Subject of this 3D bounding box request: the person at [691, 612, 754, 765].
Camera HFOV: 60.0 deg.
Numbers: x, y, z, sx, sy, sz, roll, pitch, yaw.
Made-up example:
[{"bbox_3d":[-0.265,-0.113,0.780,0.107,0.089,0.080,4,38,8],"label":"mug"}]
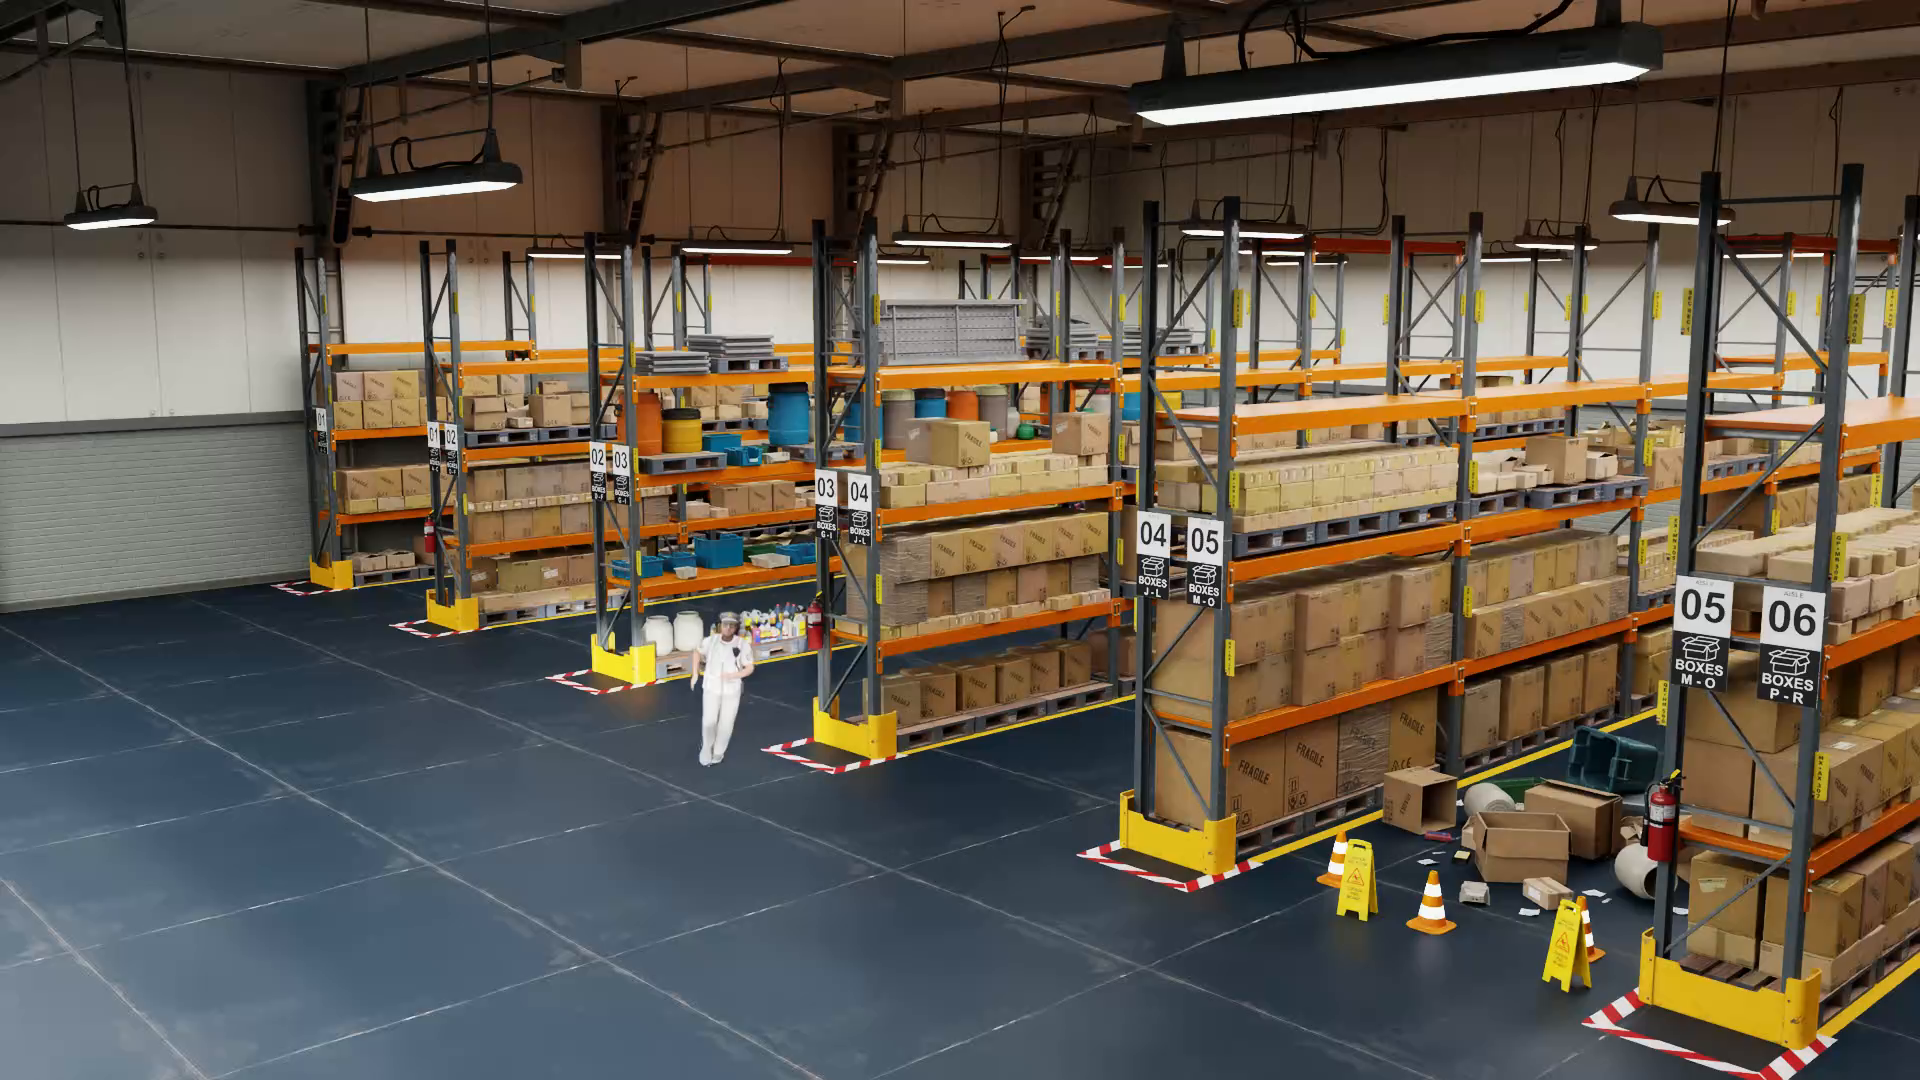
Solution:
[{"bbox_3d":[-2.605,1.636,18.268,0.694,1.713,0.658,-1,8,-8],"label":"person"}]
